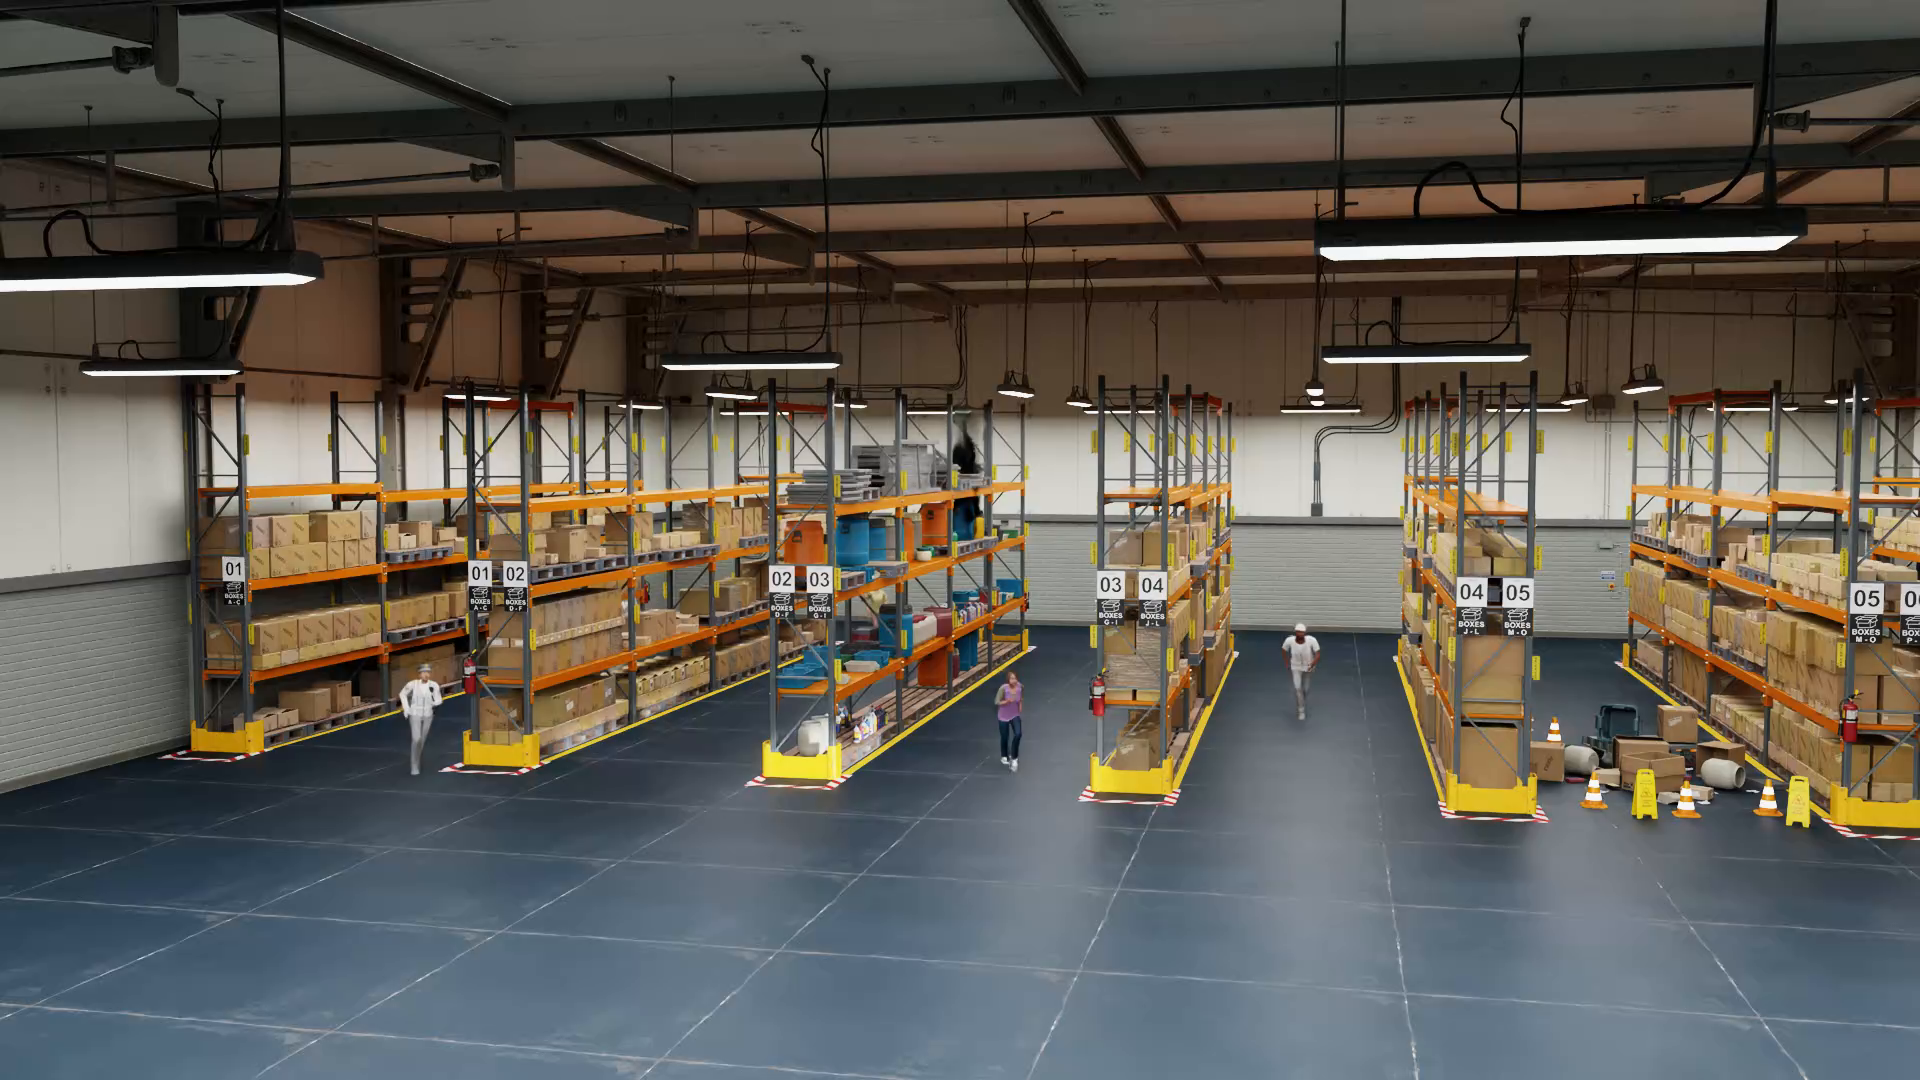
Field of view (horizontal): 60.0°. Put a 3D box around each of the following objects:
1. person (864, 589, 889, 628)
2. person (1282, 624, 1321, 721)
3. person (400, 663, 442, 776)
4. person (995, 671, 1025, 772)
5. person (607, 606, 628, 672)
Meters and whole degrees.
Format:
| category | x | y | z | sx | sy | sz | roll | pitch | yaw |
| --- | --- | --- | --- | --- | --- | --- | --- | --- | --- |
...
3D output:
| category | x | y | z | sx | sy | sz | roll | pitch | yaw |
| --- | --- | --- | --- | --- | --- | --- | --- | --- | --- |
| person | -2.043 | 1.844 | 41.092 | 0.609 | 1.678 | 0.743 | -1 | 3 | -19 |
| person | 6.291 | 2.396 | 30.664 | 0.699 | 1.754 | 1.071 | 0 | 3 | 8 |
| person | -8.243 | 2.735 | 25.473 | 0.586 | 1.722 | 0.770 | -2 | 4 | -31 |
| person | 0.761 | 2.753 | 25.510 | 0.524 | 1.553 | 0.845 | -1 | 3 | -9 |
| person | -7.621 | 2.053 | 36.337 | 0.711 | 1.764 | 0.918 | 0 | 3 | -1 |
